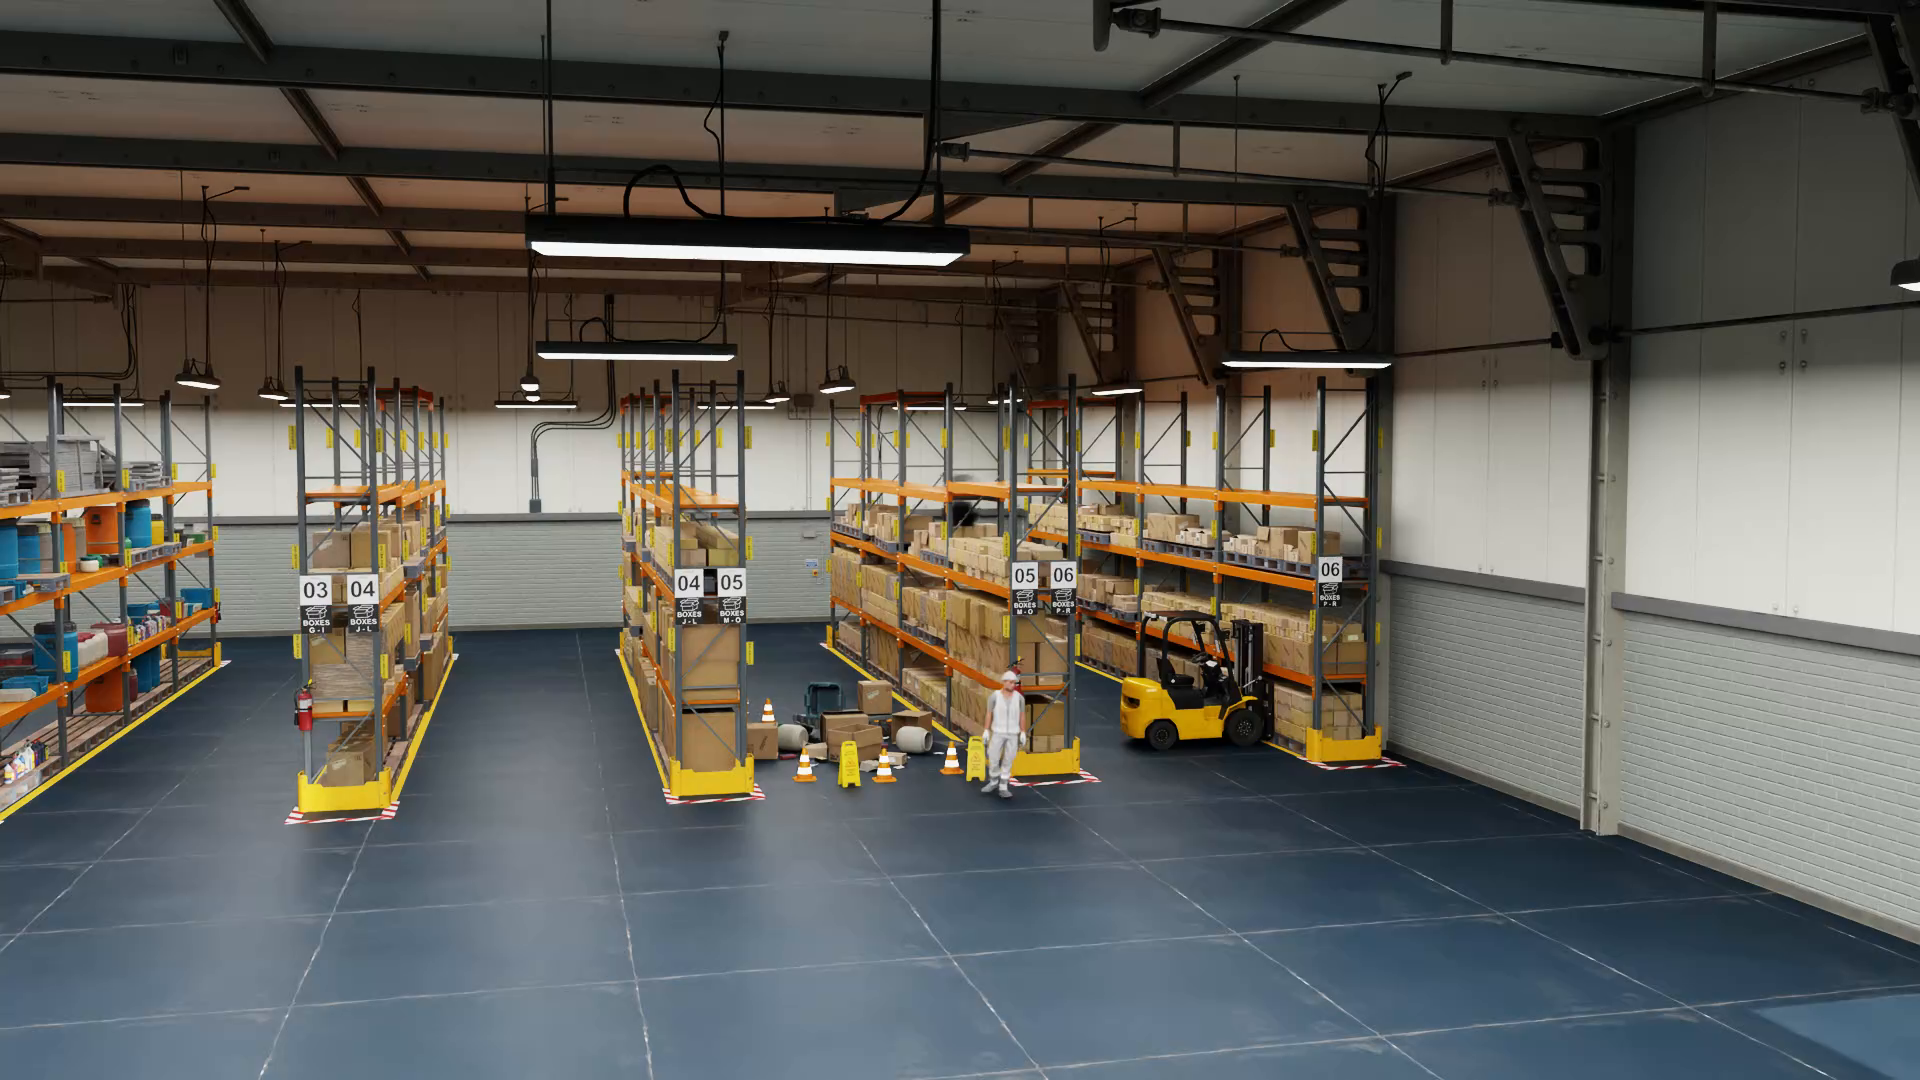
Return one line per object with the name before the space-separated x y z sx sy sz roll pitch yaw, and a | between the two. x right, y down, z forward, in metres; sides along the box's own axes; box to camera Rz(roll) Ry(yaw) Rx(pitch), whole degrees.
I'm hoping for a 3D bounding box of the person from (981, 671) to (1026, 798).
person | 0.610 2.712 23.275 0.616 1.781 0.427 -1 3 -12
